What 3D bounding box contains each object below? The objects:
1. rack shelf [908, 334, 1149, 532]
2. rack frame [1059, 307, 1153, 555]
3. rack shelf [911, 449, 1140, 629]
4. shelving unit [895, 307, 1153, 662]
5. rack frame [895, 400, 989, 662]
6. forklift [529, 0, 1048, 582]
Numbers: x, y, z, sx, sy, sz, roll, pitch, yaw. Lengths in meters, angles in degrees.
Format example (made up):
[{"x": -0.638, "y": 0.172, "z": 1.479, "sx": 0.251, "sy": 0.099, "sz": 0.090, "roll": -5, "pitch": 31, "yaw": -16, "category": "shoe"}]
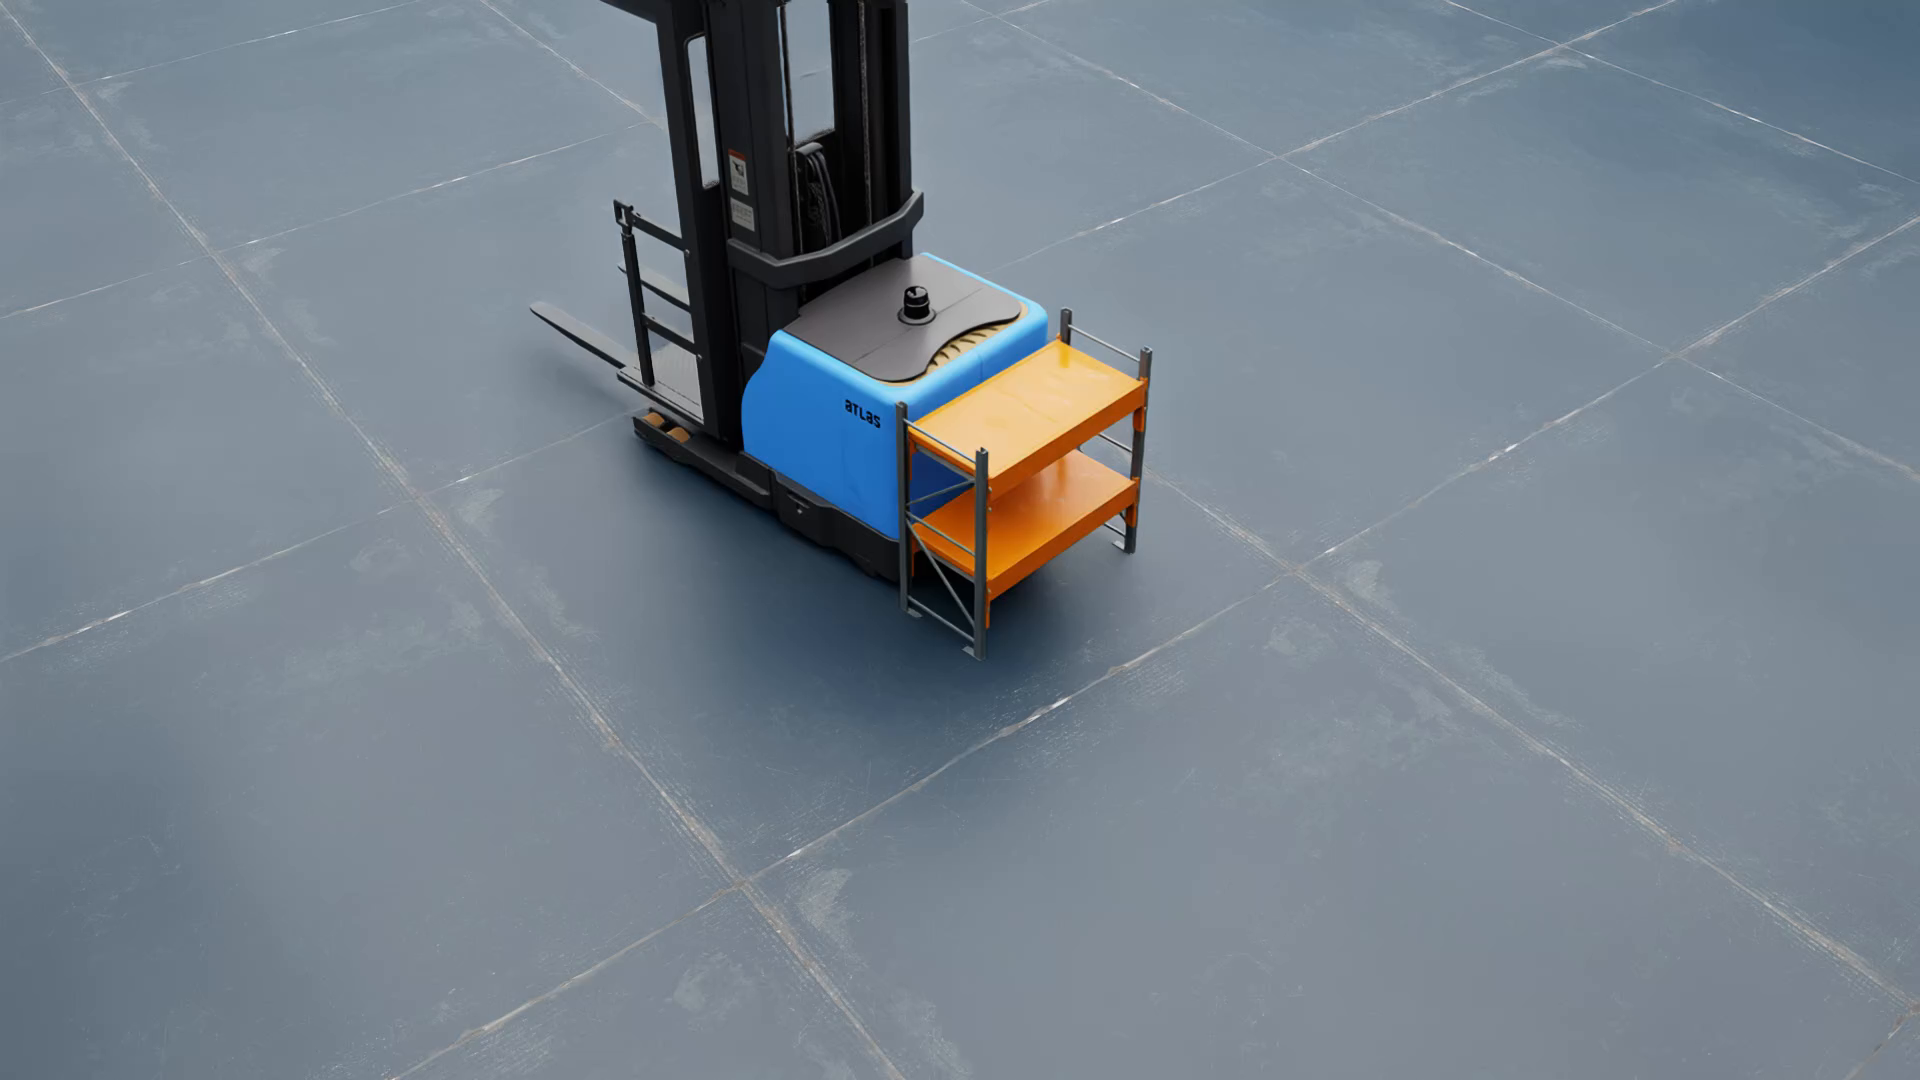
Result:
[{"x": 0.279, "y": -0.478, "z": 7.118, "sx": 0.538, "sy": 0.278, "sz": 1.000, "roll": 32, "pitch": 49, "yaw": 33, "category": "rack shelf"}, {"x": 0.634, "y": -0.482, "z": 7.585, "sx": 0.500, "sy": 1.125, "sz": 0.032, "roll": 32, "pitch": 49, "yaw": 33, "category": "rack frame"}, {"x": 0.279, "y": -0.063, "z": 7.459, "sx": 0.538, "sy": 0.278, "sz": 1.000, "roll": 32, "pitch": 49, "yaw": 33, "category": "rack shelf"}, {"x": 0.279, "y": -0.252, "z": 7.304, "sx": 0.538, "sy": 1.125, "sz": 1.048, "roll": 32, "pitch": 49, "yaw": 33, "category": "shelving unit"}, {"x": -0.077, "y": -0.021, "z": 7.022, "sx": 0.500, "sy": 1.125, "sz": 0.032, "roll": 32, "pitch": 49, "yaw": 33, "category": "rack frame"}, {"x": -1.016, "y": -1.750, "z": 7.705, "sx": 3.031, "sy": 2.935, "sz": 1.130, "roll": 30, "pitch": 48, "yaw": 31, "category": "forklift"}]
